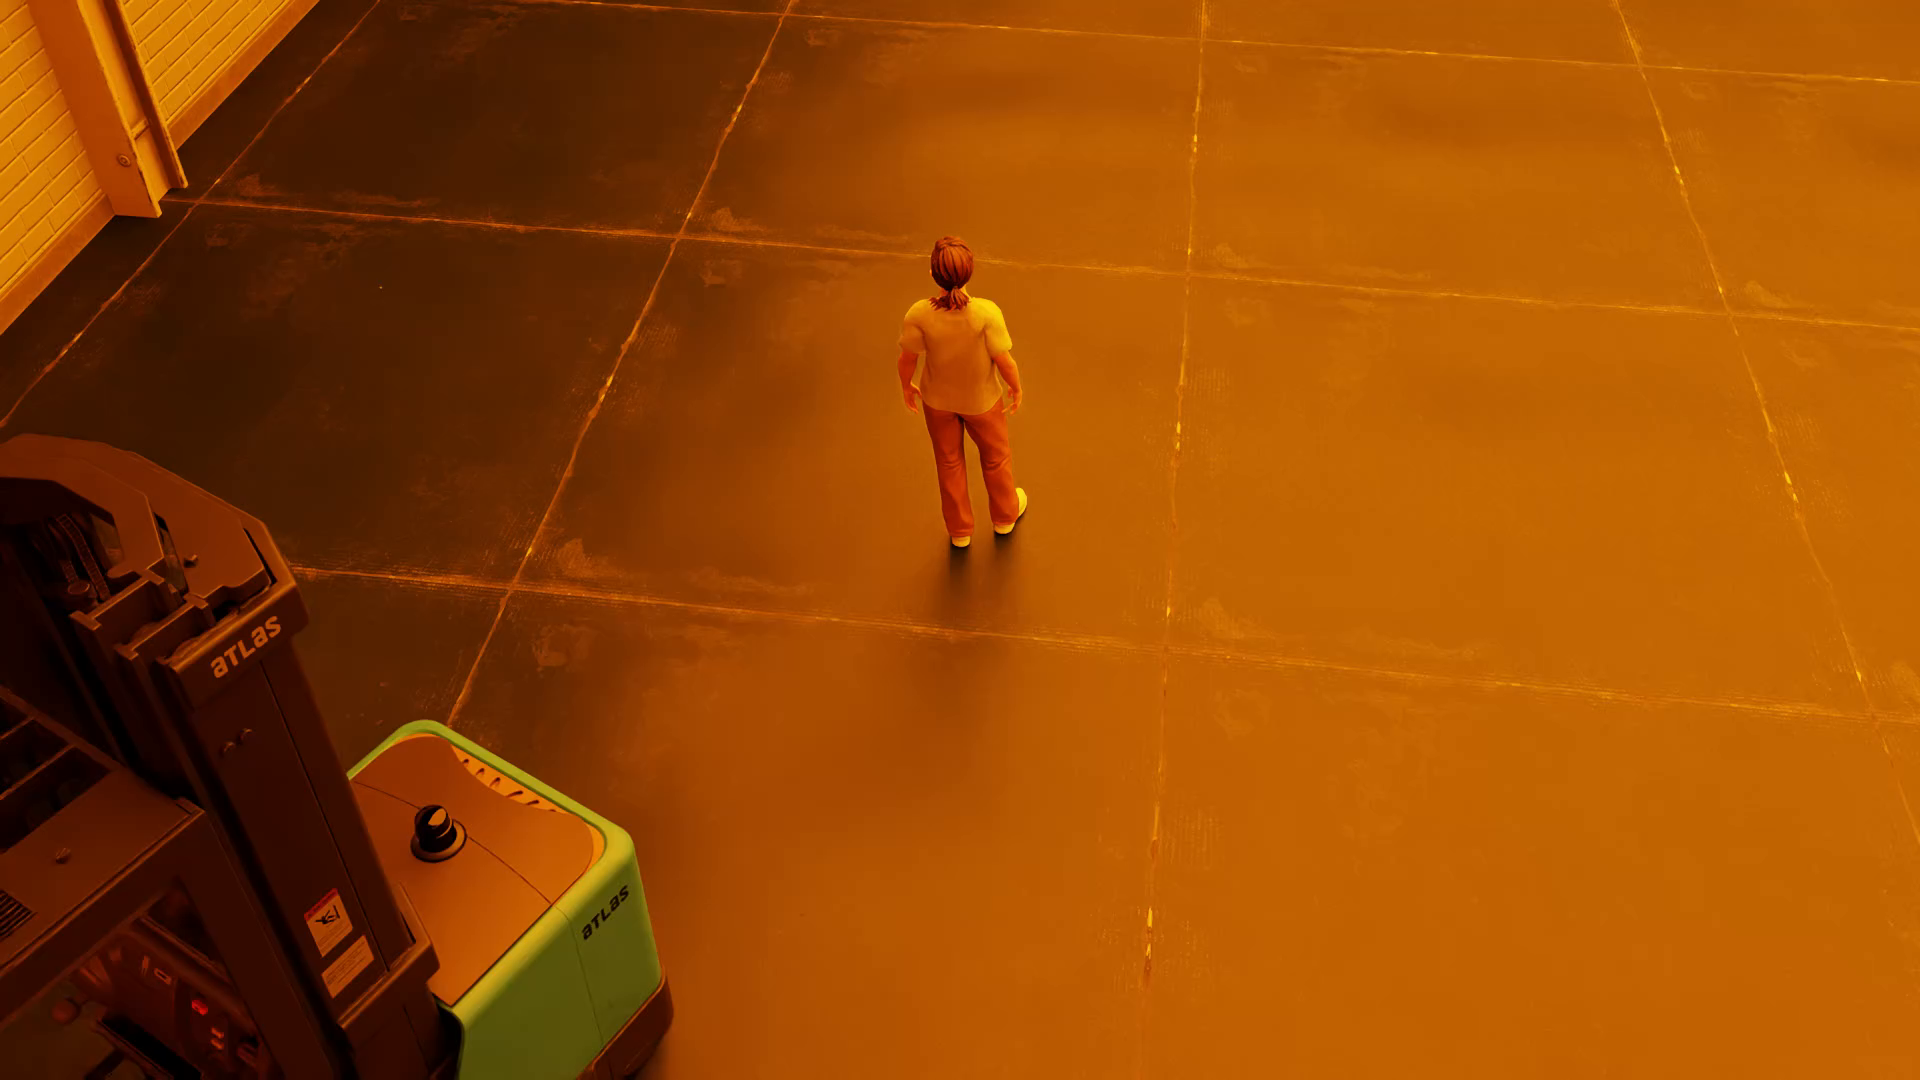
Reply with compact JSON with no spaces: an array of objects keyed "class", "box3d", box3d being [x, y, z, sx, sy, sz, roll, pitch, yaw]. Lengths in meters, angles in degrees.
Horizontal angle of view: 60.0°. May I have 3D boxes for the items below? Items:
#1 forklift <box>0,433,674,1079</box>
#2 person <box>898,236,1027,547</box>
[{"class":"forklift","box3d":[-2.246,1.313,4.294,1.130,2.935,3.031,24,48,24]},{"class":"person","box3d":[0.021,-0.671,7.372,0.553,1.675,0.549,5,43,6]}]
